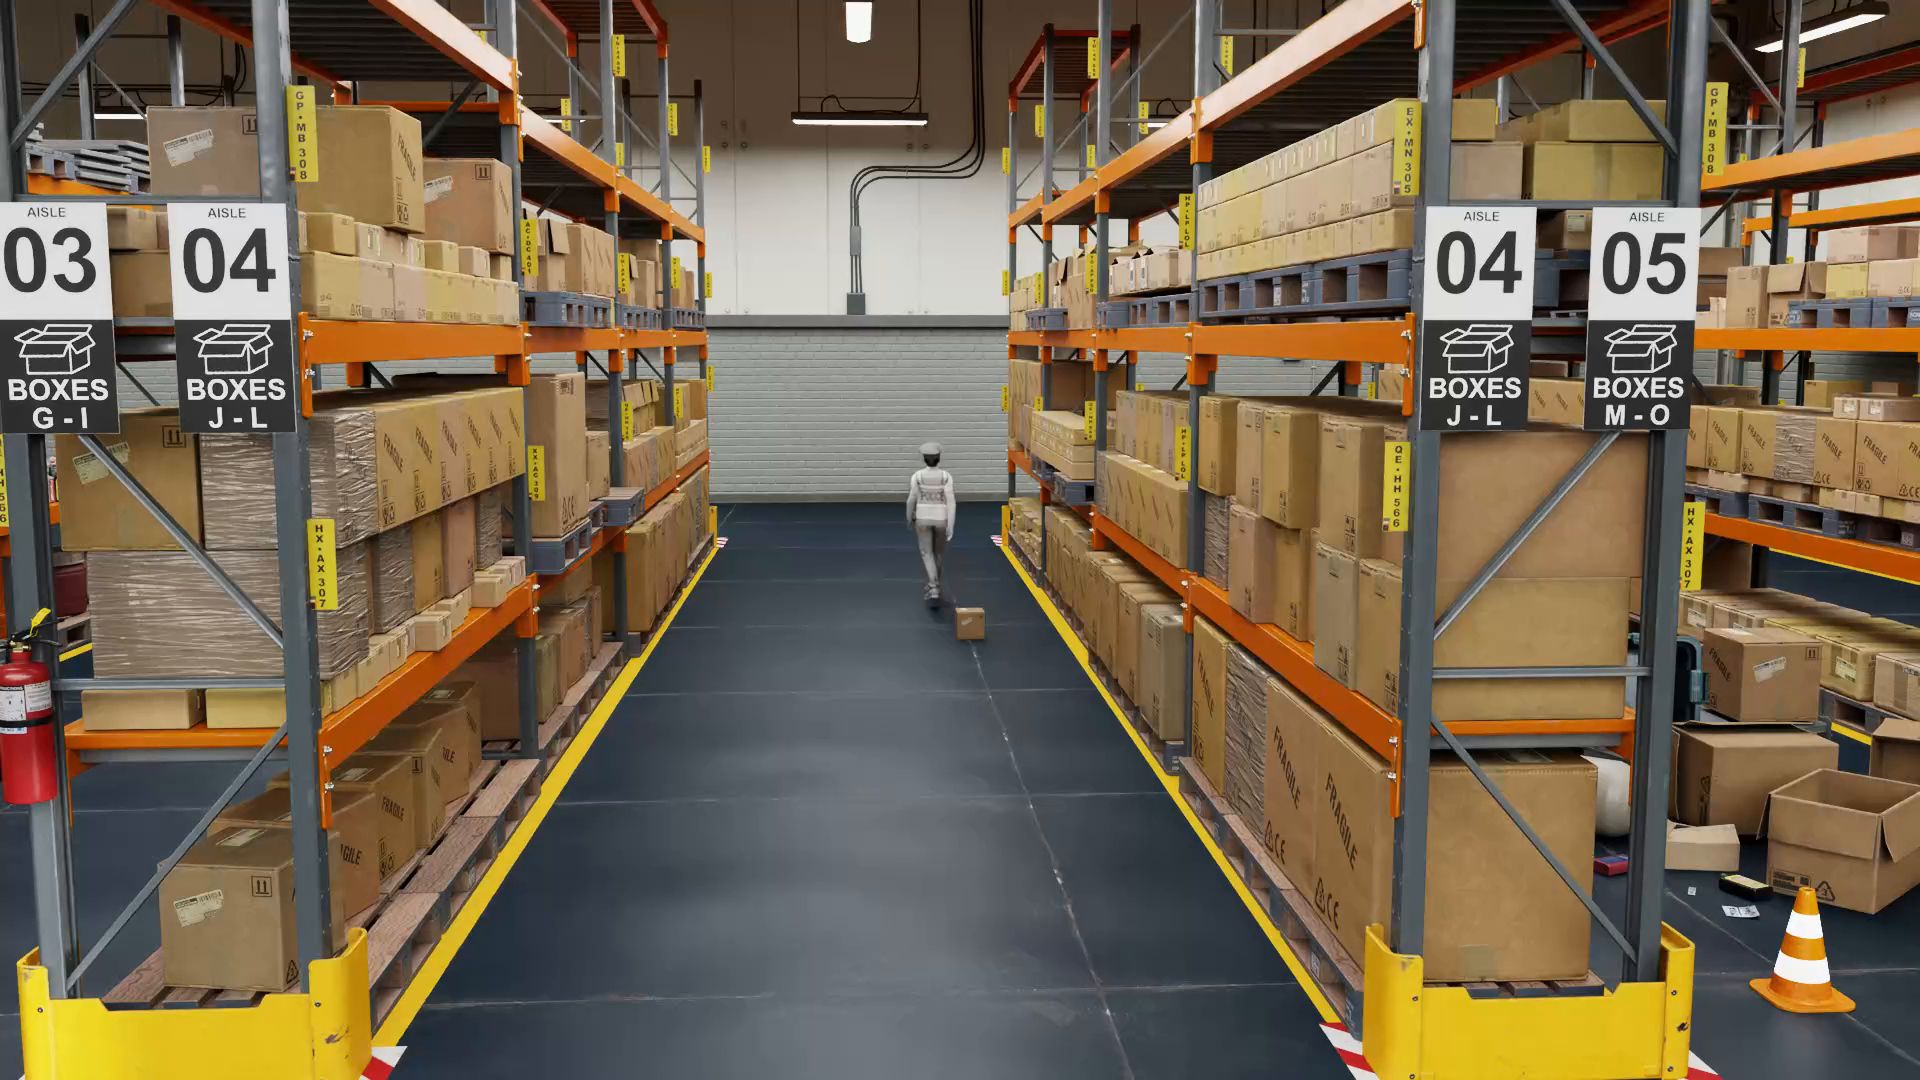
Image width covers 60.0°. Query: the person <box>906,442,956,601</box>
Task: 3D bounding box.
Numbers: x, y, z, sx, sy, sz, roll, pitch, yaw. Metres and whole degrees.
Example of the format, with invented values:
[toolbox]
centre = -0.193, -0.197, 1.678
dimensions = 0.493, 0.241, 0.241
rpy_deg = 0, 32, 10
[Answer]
[person]
centre = -0.312, -0.201, 17.222
dimensions = 0.490, 1.630, 1.028
rpy_deg = -2, 7, -13
